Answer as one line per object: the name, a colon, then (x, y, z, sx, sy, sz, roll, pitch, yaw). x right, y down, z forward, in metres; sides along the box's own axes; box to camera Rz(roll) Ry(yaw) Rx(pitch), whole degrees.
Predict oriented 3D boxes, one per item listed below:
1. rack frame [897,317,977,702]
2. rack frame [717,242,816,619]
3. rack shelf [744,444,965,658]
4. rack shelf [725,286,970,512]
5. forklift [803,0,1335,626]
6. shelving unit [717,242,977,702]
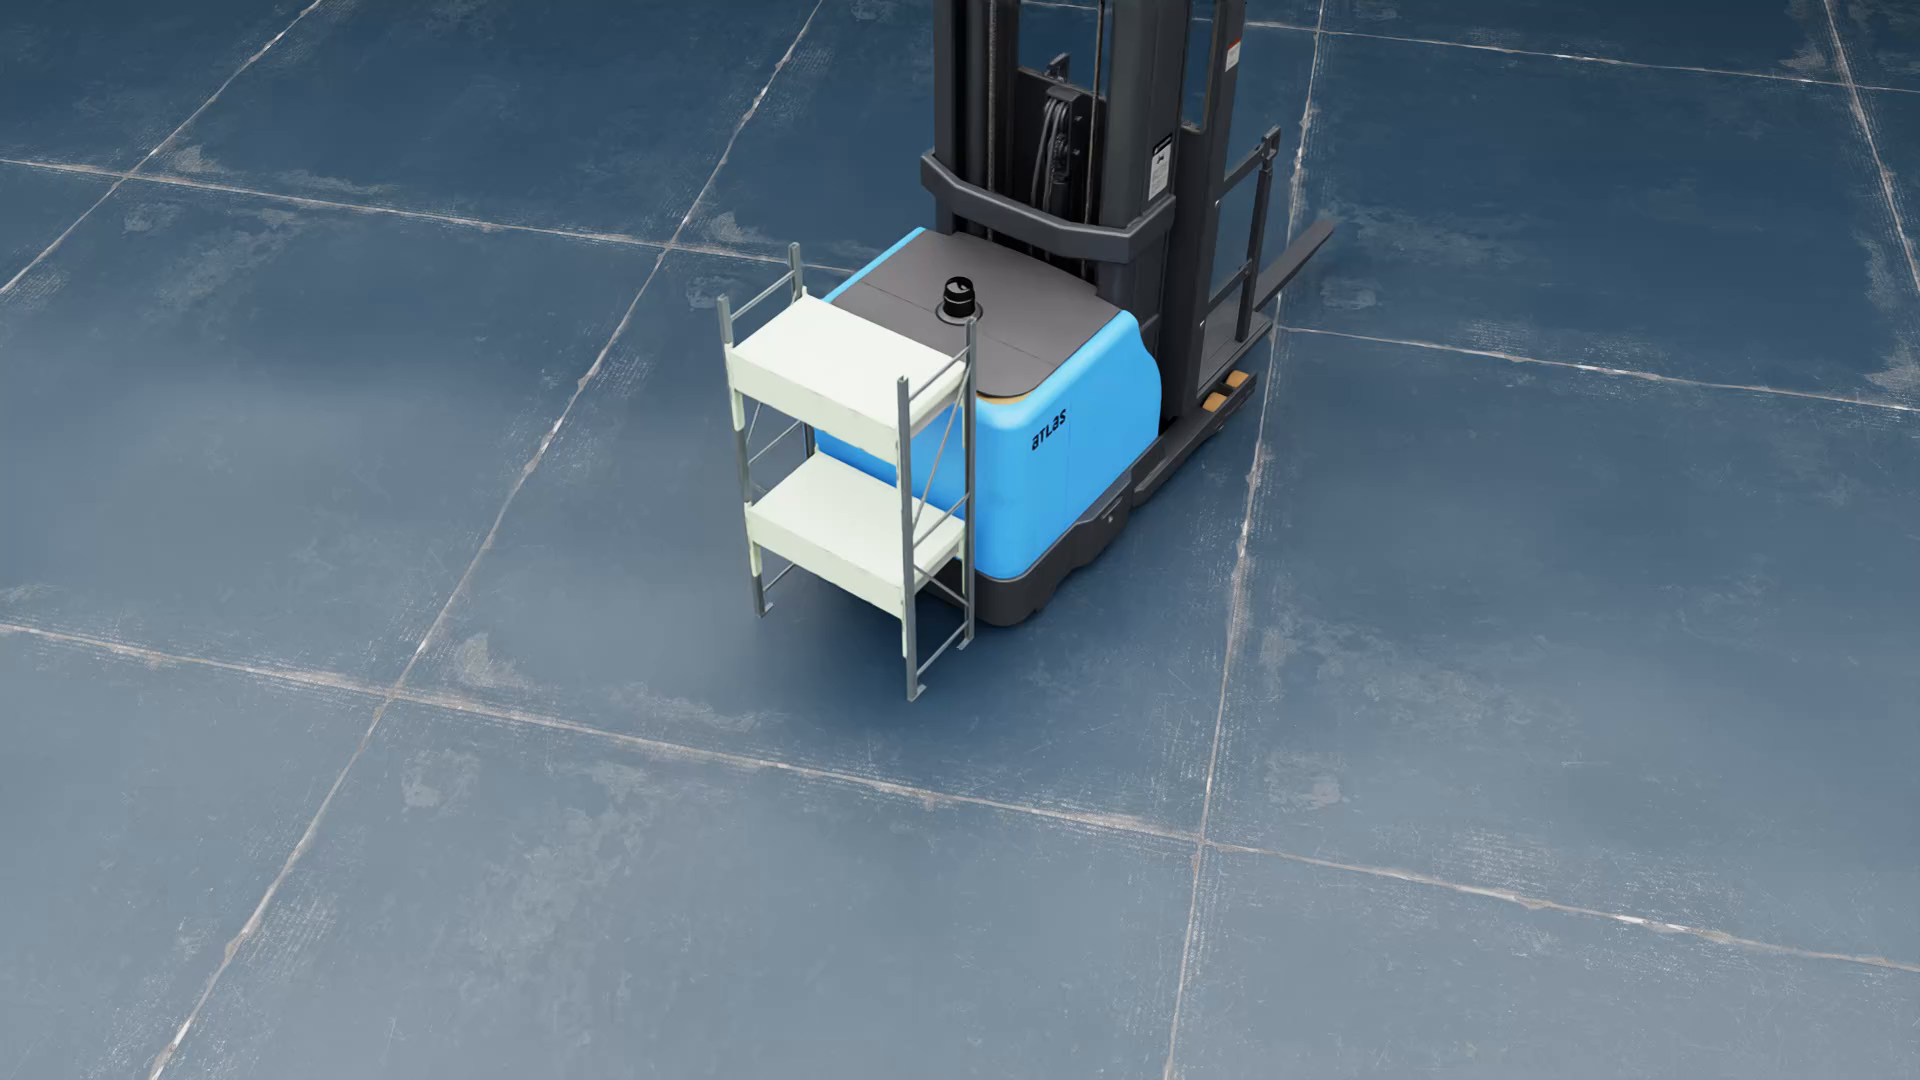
rack frame: (-0.070, -0.059, 5.729, 0.023, 1.500, 0.400, 26, 50, 25)
rack frame: (-0.667, -0.352, 6.035, 0.023, 1.500, 0.400, 26, 50, 25)
rack shelf: (-0.369, 0.029, 6.108, 0.720, 0.370, 0.431, 26, 50, 25)
rack shelf: (-0.369, -0.487, 5.611, 0.720, 0.370, 0.431, 26, 50, 25)
forklift: (0.652, -1.711, 6.414, 1.130, 2.935, 3.031, 27, 50, 25)
shelving unit: (-0.369, -0.205, 5.882, 0.755, 1.500, 0.431, 26, 50, 25)
